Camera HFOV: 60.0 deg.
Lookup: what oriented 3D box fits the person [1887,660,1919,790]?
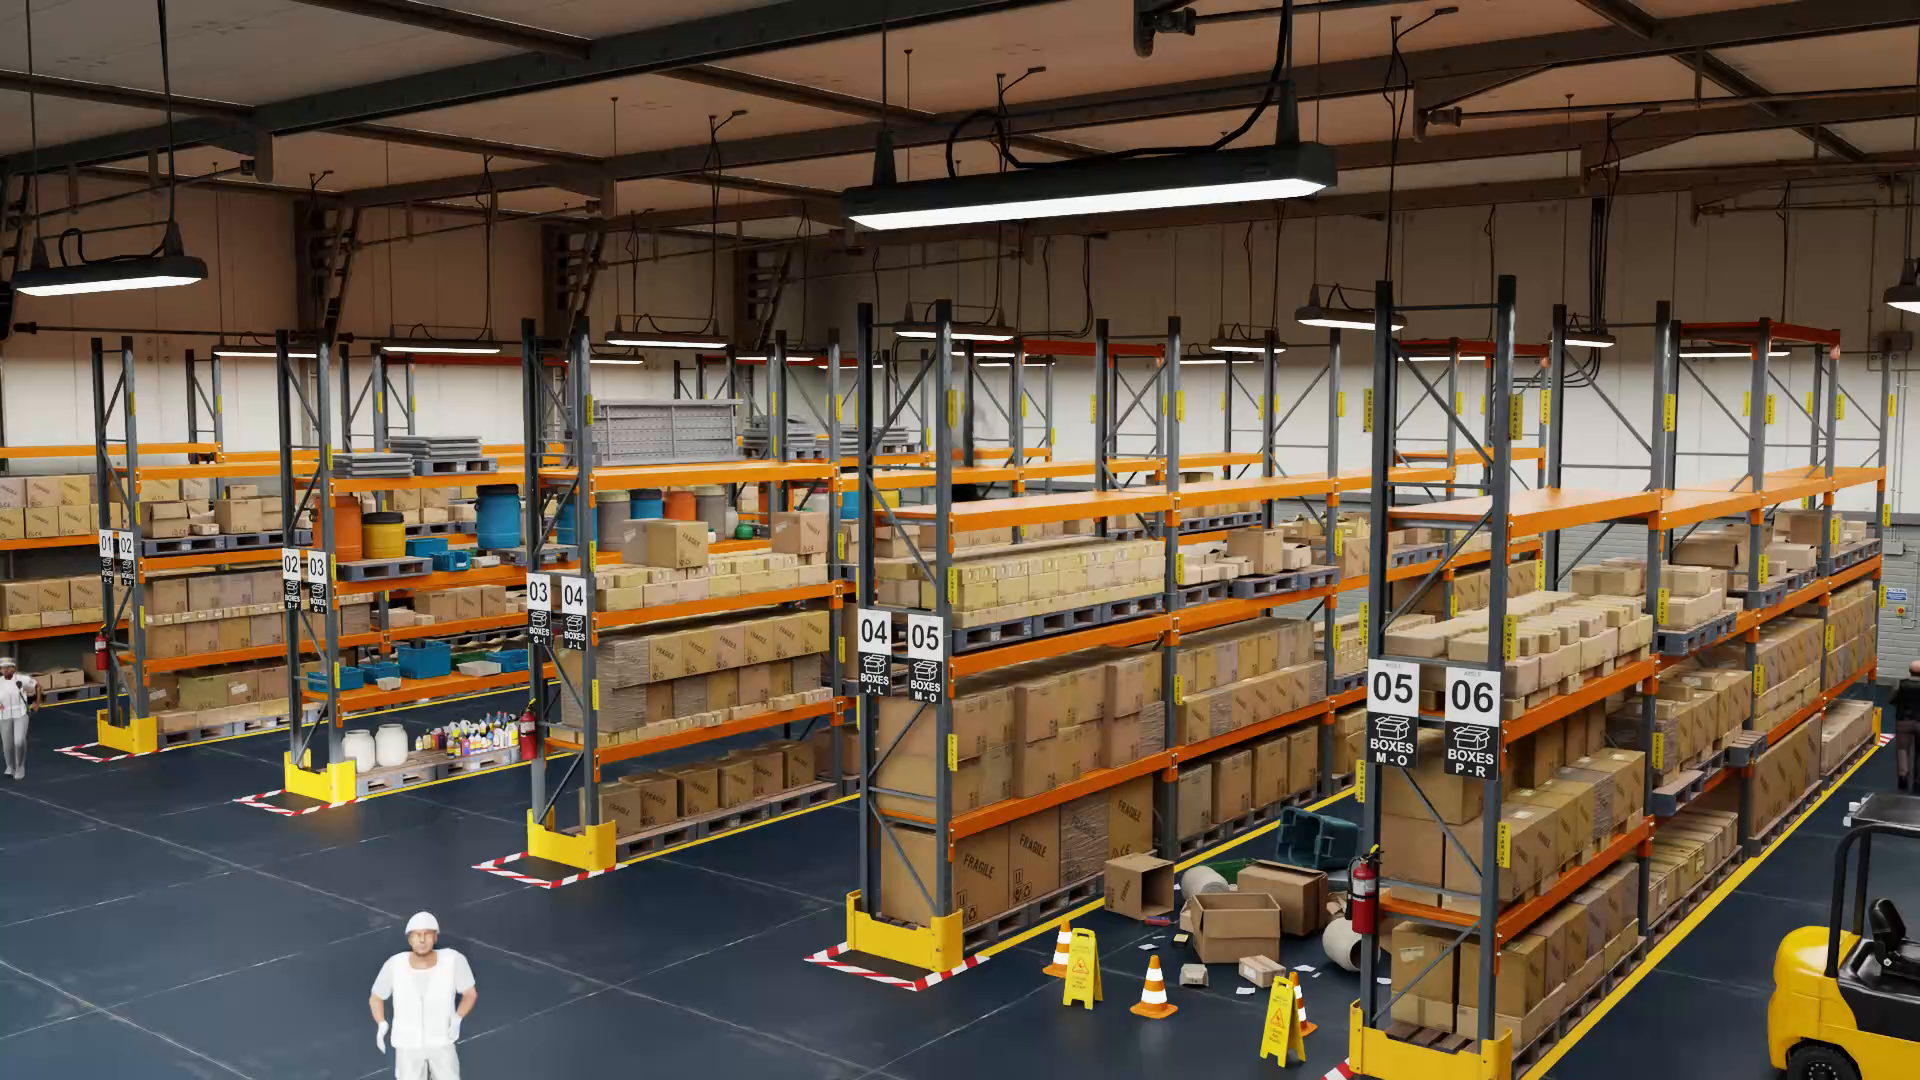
[{"bbox_3d":[12.388,2.407,21.576,0.656,1.707,0.969,3,6,31],"label":"person"}]

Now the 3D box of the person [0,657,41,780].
[{"bbox_3d":[-12.671,2.379,22.296,0.589,1.671,0.835,-2,5,-21],"label":"person"}]

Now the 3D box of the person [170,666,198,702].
[{"bbox_3d":[-12.416,1.978,26.787,0.710,1.751,0.782,2,5,21],"label":"person"}]

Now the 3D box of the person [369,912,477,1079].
[{"bbox_3d":[-3.571,3.336,11.086,0.689,1.738,0.730,-1,5,-16],"label":"person"}]
